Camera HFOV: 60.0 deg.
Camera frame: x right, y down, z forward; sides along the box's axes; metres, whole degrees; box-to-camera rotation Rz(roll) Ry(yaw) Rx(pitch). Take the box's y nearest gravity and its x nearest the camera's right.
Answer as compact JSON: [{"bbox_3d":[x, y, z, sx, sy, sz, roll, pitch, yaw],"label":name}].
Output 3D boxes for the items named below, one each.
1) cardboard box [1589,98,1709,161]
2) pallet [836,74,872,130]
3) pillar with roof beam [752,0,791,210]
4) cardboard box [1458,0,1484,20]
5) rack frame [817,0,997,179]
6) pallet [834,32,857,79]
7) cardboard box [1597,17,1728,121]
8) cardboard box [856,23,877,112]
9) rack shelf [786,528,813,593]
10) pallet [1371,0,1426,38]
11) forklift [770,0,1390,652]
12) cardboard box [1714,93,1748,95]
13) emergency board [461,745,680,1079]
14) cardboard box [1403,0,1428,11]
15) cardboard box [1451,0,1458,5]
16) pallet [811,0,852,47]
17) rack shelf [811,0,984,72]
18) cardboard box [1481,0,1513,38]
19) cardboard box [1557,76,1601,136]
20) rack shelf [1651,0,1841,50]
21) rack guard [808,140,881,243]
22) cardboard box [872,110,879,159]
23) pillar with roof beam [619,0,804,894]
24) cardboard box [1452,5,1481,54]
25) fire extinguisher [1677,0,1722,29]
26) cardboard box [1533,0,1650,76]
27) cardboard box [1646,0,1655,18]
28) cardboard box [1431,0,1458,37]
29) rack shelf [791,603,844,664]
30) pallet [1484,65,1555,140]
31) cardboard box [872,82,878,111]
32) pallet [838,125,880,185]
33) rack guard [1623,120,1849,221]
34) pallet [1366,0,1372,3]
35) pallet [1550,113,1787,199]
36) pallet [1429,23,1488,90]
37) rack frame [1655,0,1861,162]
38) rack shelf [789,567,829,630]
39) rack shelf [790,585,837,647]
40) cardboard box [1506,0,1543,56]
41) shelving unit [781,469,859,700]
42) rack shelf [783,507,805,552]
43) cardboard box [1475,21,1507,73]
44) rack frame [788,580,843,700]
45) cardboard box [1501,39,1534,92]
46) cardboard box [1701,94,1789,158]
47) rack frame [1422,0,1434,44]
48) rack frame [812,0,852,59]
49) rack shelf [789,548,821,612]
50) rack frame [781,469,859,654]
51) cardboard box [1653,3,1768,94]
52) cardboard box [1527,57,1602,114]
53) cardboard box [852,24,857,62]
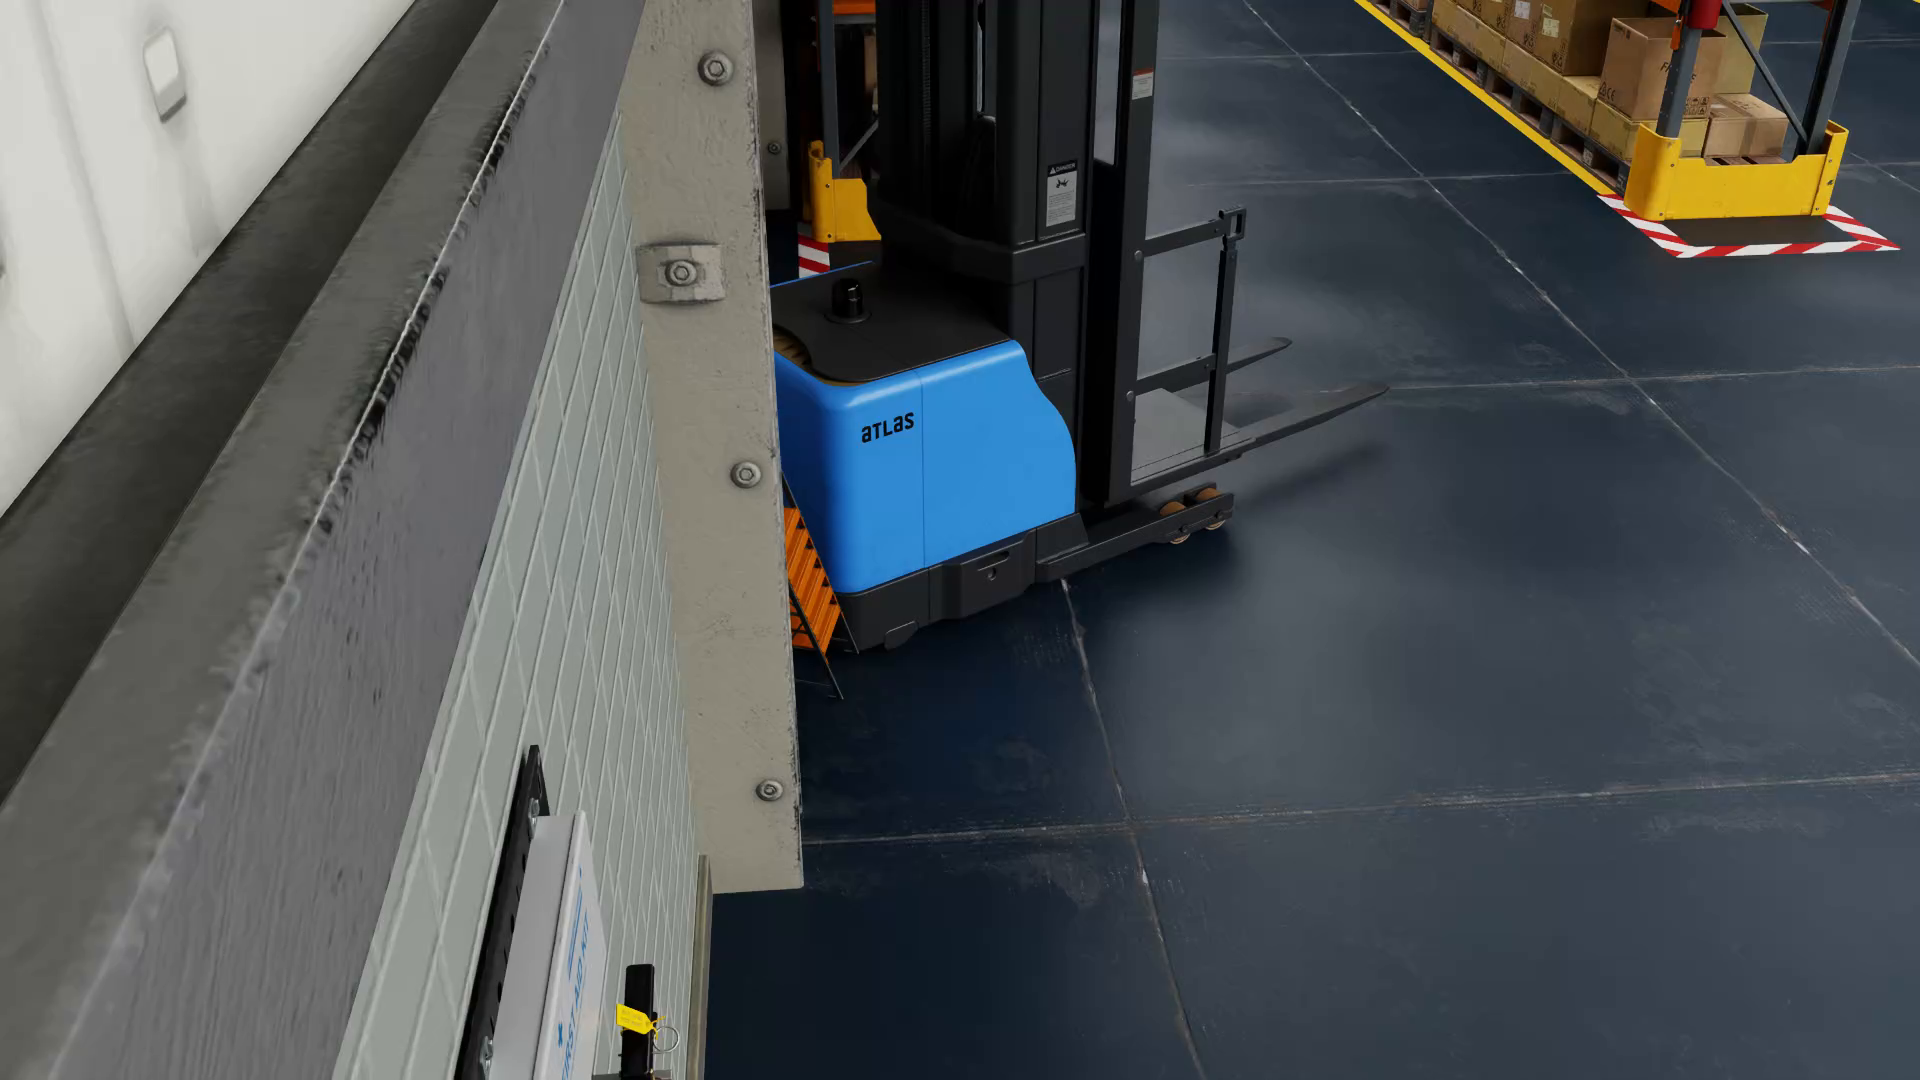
[{"bbox_3d":[4.310,-2.583,10.421,0.500,0.250,0.500,-3,31,-5],"label":"cardboard box"},{"bbox_3d":[-0.436,-2.964,11.506,1.003,0.211,1.213,-3,31,-5],"label":"pallet"},{"bbox_3d":[3.082,-6.182,8.324,9.100,9.000,0.400,-3,31,-5],"label":"pillar with roof beam"},{"bbox_3d":[4.067,-4.181,12.364,0.500,0.500,0.500,-3,31,-5],"label":"cardboard box"},{"bbox_3d":[-0.277,-3.084,8.988,1.000,3.000,0.127,-3,31,-5],"label":"rack frame"},{"bbox_3d":[-0.553,-3.588,12.551,1.003,0.211,1.213,-3,31,-5],"label":"pallet"},{"bbox_3d":[4.308,-2.905,10.228,0.500,0.500,0.500,-3,31,-5],"label":"cardboard box"},{"bbox_3d":[-0.324,-3.225,11.233,0.700,0.500,0.500,-5,31,-8],"label":"cardboard box"},{"bbox_3d":[-0.614,0.044,5.221,0.258,0.103,0.180,9,60,15],"label":"rack shelf"},{"bbox_3d":[4.173,-4.543,14.149,1.003,0.211,1.213,-3,31,-5],"label":"pallet"},{"bbox_3d":[0.507,-1.444,6.309,3.031,2.935,1.130,-20,36,-30],"label":"forklift"},{"bbox_3d":[4.776,-2.863,10.889,0.500,0.250,0.500,-3,31,-5],"label":"cardboard box"},{"bbox_3d":[-0.450,0.927,2.273,0.194,1.169,0.643,-3,31,-5],"label":"emergency board"},{"bbox_3d":[3.953,-4.563,13.736,0.500,0.250,0.500,-3,31,-5],"label":"cardboard box"},{"bbox_3d":[4.012,-4.435,12.791,0.500,0.500,0.500,-3,31,-5],"label":"cardboard box"},{"bbox_3d":[-0.725,-4.327,13.788,1.003,0.211,1.213,-3,31,-5],"label":"pallet"},{"bbox_3d":[-0.464,-3.796,10.882,1.077,0.370,4.000,-3,31,-5],"label":"rack shelf"},{"bbox_3d":[4.106,-3.925,11.936,0.500,0.500,0.500,-3,31,-5],"label":"cardboard box"},{"bbox_3d":[4.252,-2.837,10.847,0.500,0.250,0.500,-3,31,-5],"label":"cardboard box"},{"bbox_3d":[4.468,-4.036,11.283,1.077,0.370,4.000,-3,31,-5],"label":"rack shelf"},{"bbox_3d":[-0.284,-2.050,9.694,1.175,0.500,0.348,-3,31,-5],"label":"rack guard"},{"bbox_3d":[-0.252,-2.476,10.163,0.500,0.311,0.500,-6,31,-10],"label":"cardboard box"},{"bbox_3d":[3.643,-3.118,3.195,9.100,9.000,0.400,-3,31,-5],"label":"pillar with roof beam"},{"bbox_3d":[4.064,-3.859,12.557,0.500,0.250,0.500,-3,31,-5],"label":"cardboard box"},{"bbox_3d":[4.203,-3.207,9.270,0.296,0.674,0.183,-3,31,-5],"label":"fire extinguisher"},{"bbox_3d":[4.200,-3.414,11.082,0.500,0.500,0.500,-3,31,-5],"label":"cardboard box"},{"bbox_3d":[4.718,-3.439,11.123,0.500,0.500,0.500,-3,31,-5],"label":"cardboard box"},{"bbox_3d":[4.022,-4.114,12.984,0.500,0.250,0.500,-3,31,-5],"label":"cardboard box"},{"bbox_3d":[-0.544,0.296,5.624,0.258,0.103,0.180,9,60,15],"label":"rack shelf"},{"bbox_3d":[4.431,-3.136,11.794,1.003,0.211,1.213,-3,31,-5],"label":"pallet"},{"bbox_3d":[-0.305,-2.767,10.651,0.500,0.311,0.500,0,31,0],"label":"cardboard box"},{"bbox_3d":[-0.325,-2.342,10.465,1.003,0.211,1.213,-3,31,-5],"label":"pallet"},{"bbox_3d":[4.657,-2.238,10.009,1.175,0.500,0.348,-3,31,-5],"label":"rack guard"},{"bbox_3d":[4.056,-5.167,15.194,1.003,0.211,1.213,-3,31,-5],"label":"pallet"},{"bbox_3d":[4.541,-2.515,10.754,1.003,0.211,1.213,-3,31,-5],"label":"pallet"},{"bbox_3d":[4.313,-3.760,12.840,1.003,0.211,1.213,-3,31,-5],"label":"pallet"},{"bbox_3d":[4.655,-3.323,9.389,1.000,3.000,0.127,-3,31,-5],"label":"rack frame"},{"bbox_3d":[-0.579,0.170,5.422,0.258,0.103,0.180,9,60,15],"label":"rack shelf"},{"bbox_3d":[-0.562,0.233,5.523,0.258,0.103,0.180,9,60,15],"label":"rack shelf"},{"bbox_3d":[4.155,-3.670,11.509,0.500,0.500,0.500,-3,31,-5],"label":"cardboard box"},{"bbox_3d":[-0.585,0.147,5.385,0.258,1.200,0.189,9,60,15],"label":"shelving unit"},{"bbox_3d":[-0.631,-0.019,5.120,0.258,0.103,0.180,9,60,15],"label":"rack shelf"},{"bbox_3d":[4.106,-3.603,12.129,0.500,0.250,0.500,-3,31,-5],"label":"cardboard box"},{"bbox_3d":[-0.610,0.223,5.342,0.240,1.200,0.006,9,60,15],"label":"rack frame"},{"bbox_3d":[4.158,-3.348,11.702,0.500,0.250,0.500,-3,31,-5],"label":"cardboard box"},{"bbox_3d":[4.826,-2.608,10.462,0.500,0.250,0.500,-3,31,-5],"label":"cardboard box"},{"bbox_3d":[4.281,-5.365,12.808,1.000,3.000,0.127,-3,31,-5],"label":"rack frame"},{"bbox_3d":[-0.651,-5.126,12.407,1.000,3.000,0.127,-3,31,-5],"label":"rack frame"},{"bbox_3d":[-0.596,0.107,5.322,0.258,0.103,0.180,9,60,15],"label":"rack shelf"},{"bbox_3d":[-0.561,0.070,5.429,0.240,1.200,0.006,9,60,15],"label":"rack frame"},{"bbox_3d":[4.777,-3.185,10.697,0.500,0.500,0.500,-3,31,-5],"label":"cardboard box"},{"bbox_3d":[4.203,-3.093,11.274,0.500,0.250,0.500,-3,31,-5],"label":"cardboard box"},{"bbox_3d":[-0.514,-3.714,12.051,0.500,0.500,0.500,-5,31,-8],"label":"cardboard box"}]
